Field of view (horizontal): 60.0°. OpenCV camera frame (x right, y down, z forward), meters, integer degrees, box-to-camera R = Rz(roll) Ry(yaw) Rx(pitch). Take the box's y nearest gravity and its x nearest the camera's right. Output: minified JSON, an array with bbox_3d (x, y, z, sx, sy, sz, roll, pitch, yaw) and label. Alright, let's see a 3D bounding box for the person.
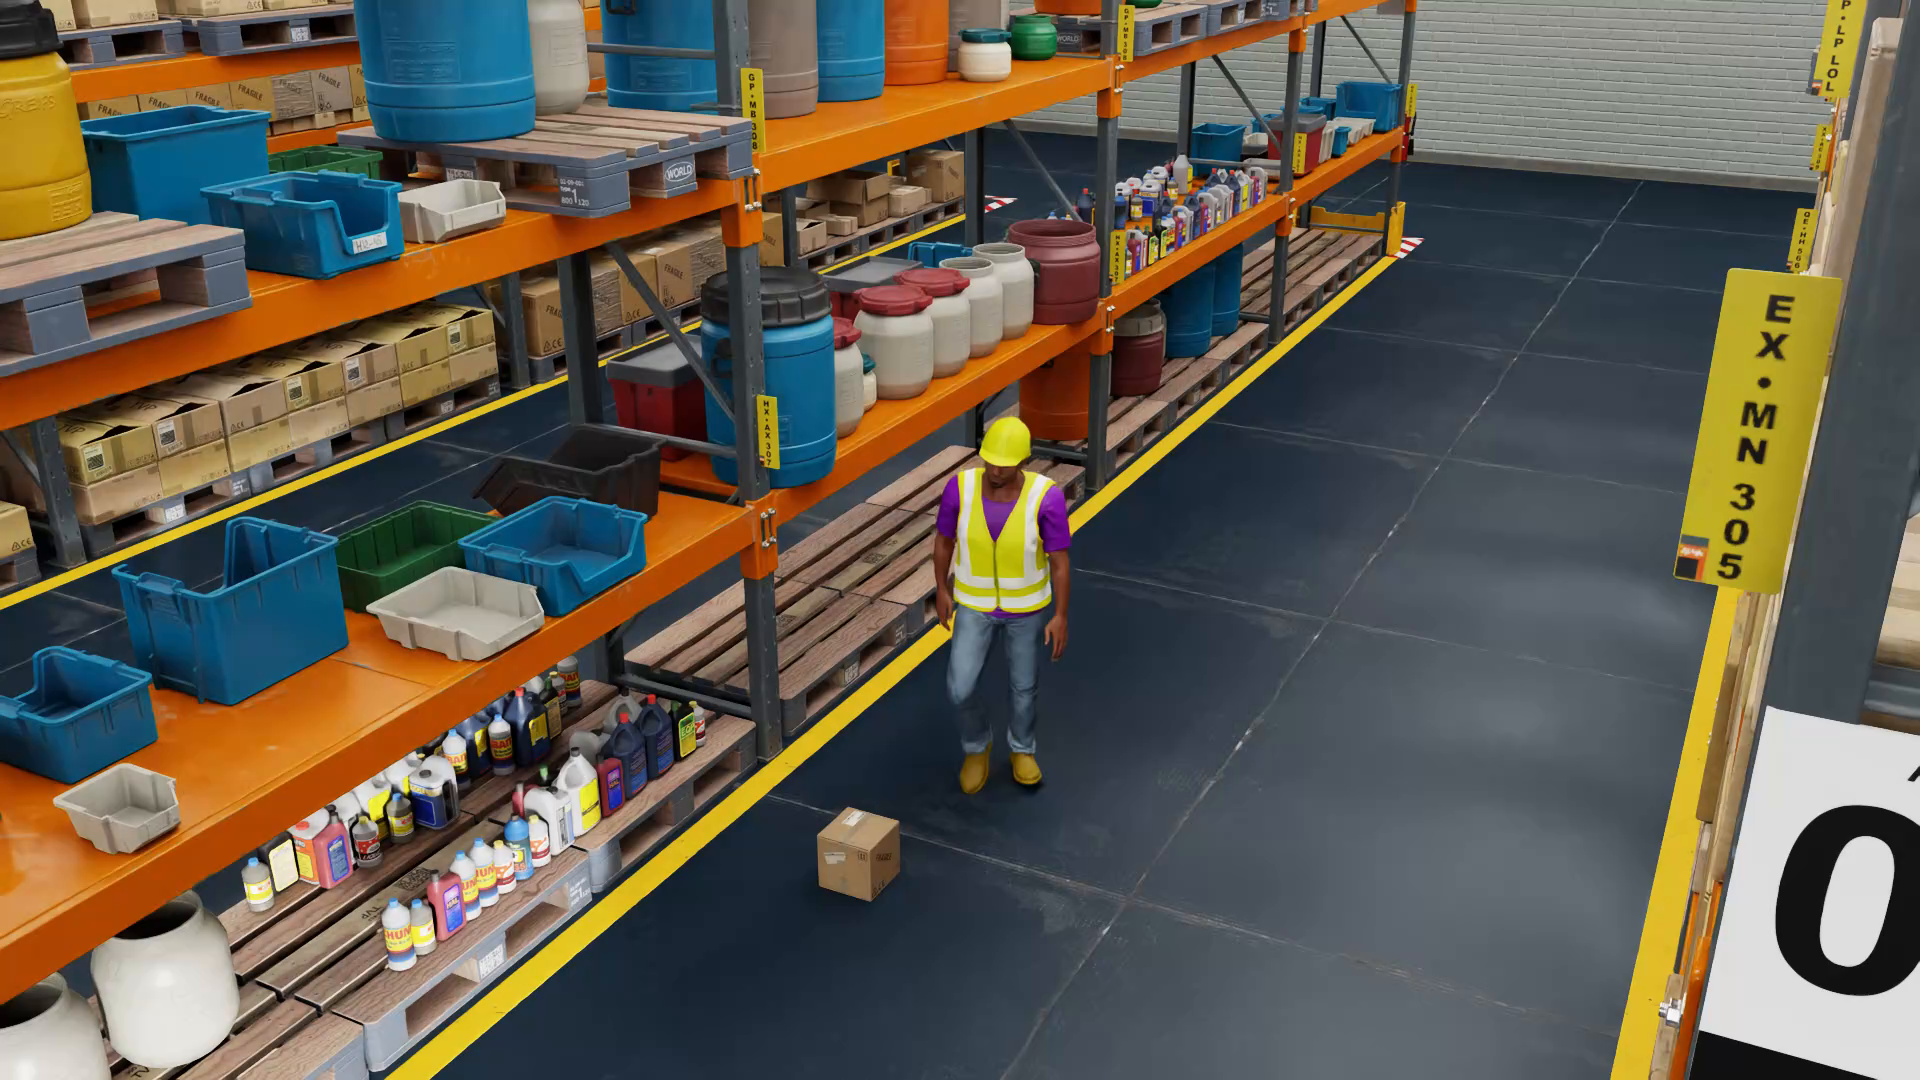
[{"bbox_3d":[0.179,0.310,7.309,0.619,1.789,0.483,3,23,6],"label":"person"}]
